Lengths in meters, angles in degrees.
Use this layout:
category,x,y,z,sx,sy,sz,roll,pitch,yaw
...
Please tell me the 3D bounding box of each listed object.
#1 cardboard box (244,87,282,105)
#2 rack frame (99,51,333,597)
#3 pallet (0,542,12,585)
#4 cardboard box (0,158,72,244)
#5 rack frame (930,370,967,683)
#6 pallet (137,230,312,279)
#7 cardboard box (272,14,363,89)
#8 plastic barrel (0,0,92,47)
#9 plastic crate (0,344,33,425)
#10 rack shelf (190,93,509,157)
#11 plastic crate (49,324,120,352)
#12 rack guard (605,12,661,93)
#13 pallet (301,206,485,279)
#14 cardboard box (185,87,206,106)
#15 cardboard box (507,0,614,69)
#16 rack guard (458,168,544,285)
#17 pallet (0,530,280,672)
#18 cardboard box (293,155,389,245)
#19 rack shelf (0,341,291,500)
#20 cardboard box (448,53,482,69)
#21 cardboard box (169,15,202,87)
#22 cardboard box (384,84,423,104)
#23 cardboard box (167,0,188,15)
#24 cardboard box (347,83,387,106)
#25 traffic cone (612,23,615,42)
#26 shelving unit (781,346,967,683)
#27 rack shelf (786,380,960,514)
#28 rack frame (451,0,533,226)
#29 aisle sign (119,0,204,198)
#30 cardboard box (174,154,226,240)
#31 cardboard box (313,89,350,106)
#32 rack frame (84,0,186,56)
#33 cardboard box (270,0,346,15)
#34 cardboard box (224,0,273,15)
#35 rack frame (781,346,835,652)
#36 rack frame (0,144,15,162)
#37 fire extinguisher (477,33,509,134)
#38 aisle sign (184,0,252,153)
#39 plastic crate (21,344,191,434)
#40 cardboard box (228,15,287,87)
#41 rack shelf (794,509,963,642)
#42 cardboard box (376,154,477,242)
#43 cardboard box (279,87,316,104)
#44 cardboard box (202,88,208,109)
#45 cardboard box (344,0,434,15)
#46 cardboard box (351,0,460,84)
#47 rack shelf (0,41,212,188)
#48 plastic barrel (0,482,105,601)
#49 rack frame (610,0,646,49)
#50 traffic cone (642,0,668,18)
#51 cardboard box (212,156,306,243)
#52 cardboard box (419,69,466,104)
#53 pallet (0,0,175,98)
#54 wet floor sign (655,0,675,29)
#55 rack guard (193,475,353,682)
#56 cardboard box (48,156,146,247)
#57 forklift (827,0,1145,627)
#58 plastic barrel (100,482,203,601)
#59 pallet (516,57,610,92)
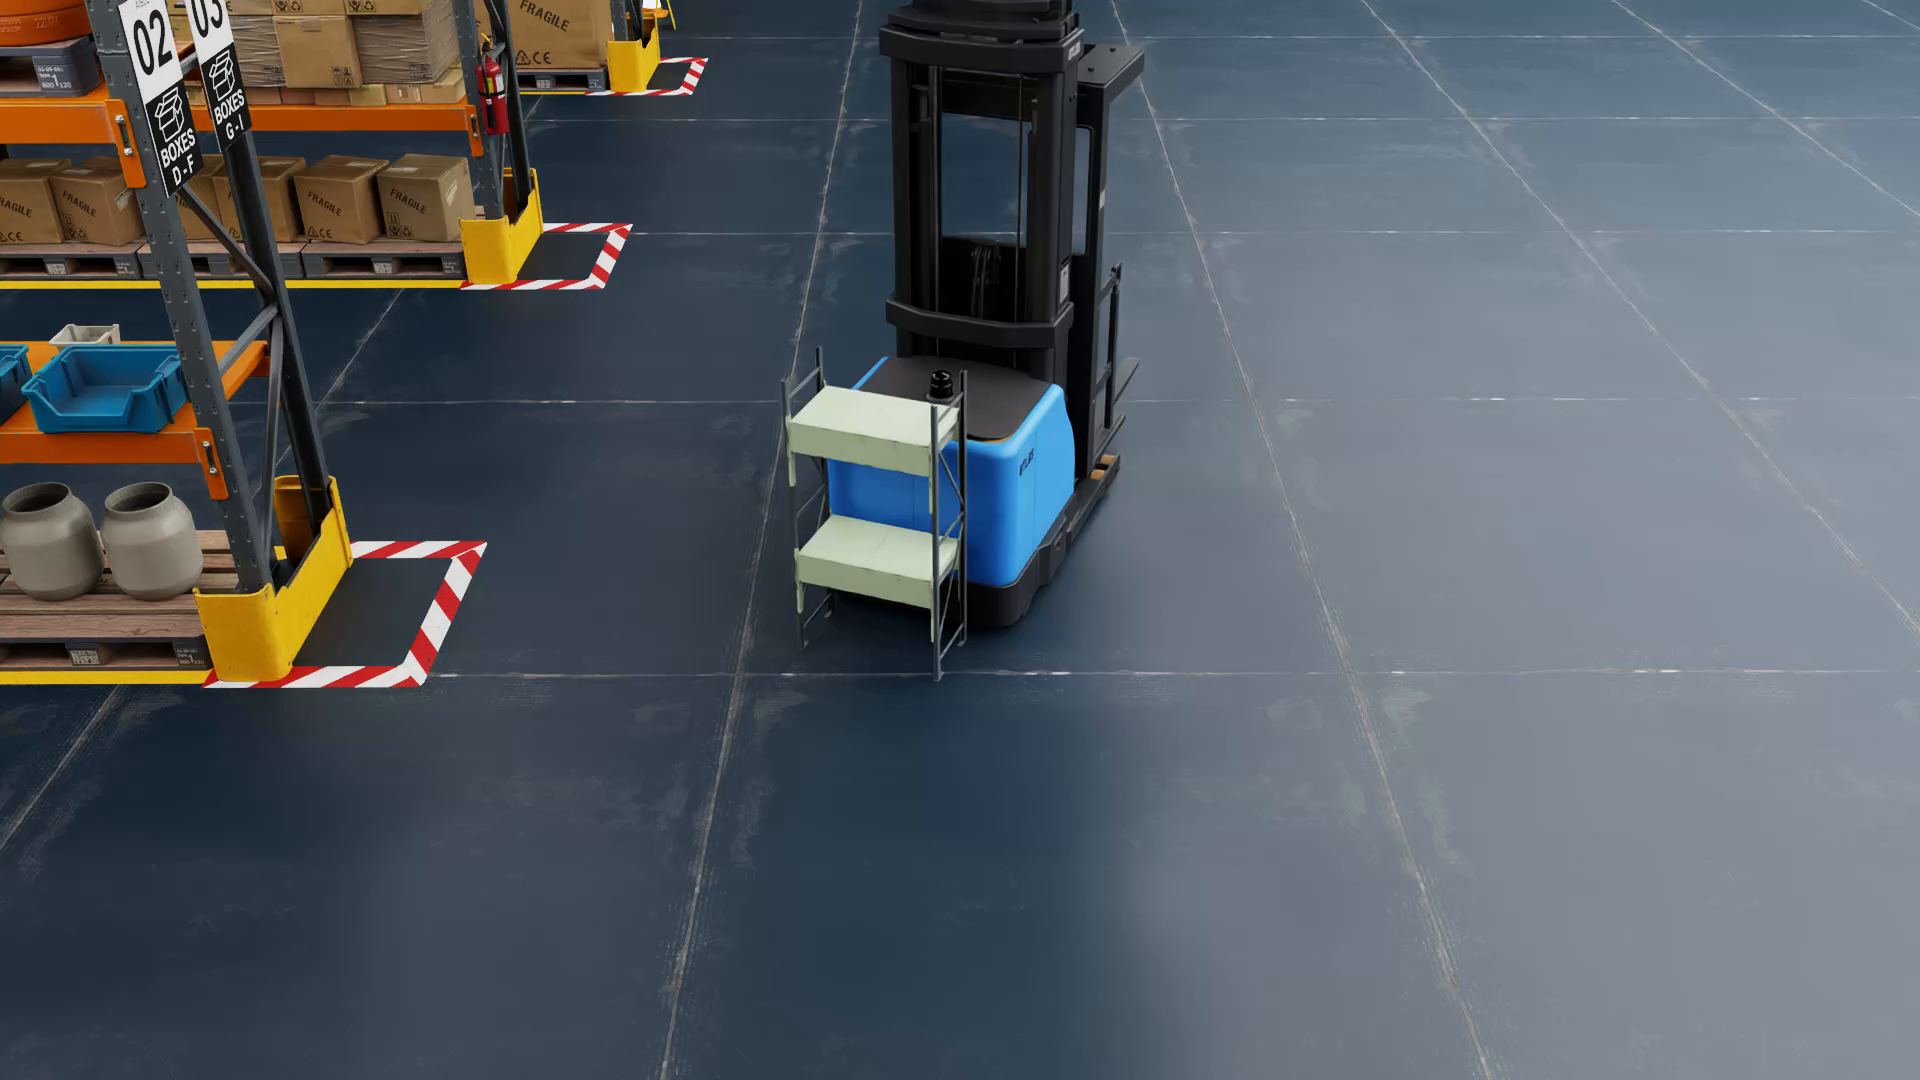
category,x,y,z,sx,sy,sz,roll,pitch,yaw
cardboard box,-4.963,-3.260,11.974,0.250,0.149,0.380,0,31,0
rack frame,-3.399,-0.919,7.872,0.127,3.000,1.000,0,31,0
pallet,-5.504,0.300,8.552,1.213,0.211,1.003,0,31,0
cardboard box,-7.029,-2.567,12.594,0.500,0.500,0.500,-1,31,-2
rack frame,-0.048,-0.044,7.874,0.023,1.500,0.400,11,33,18
pallet,-5.535,-2.309,12.852,1.213,0.211,1.003,0,31,0
cardboard box,-4.478,-3.606,11.919,0.500,0.500,0.875,0,31,0
plastic barrel,-3.884,-2.497,6.763,0.708,0.830,0.600,0,31,0
plastic crate,-4.547,-0.699,7.654,0.408,0.251,0.499,0,31,0
rack shelf,-5.429,-3.174,12.283,4.000,0.370,1.077,0,31,0
plastic crate,-4.296,-0.970,8.211,0.250,0.136,0.298,0,31,0
rack guard,-3.334,-4.992,16.996,0.348,0.500,1.175,0,31,0
pallet,-4.318,-2.311,12.856,1.213,0.211,1.003,0,31,0
cardboard box,-5.463,-3.249,11.955,0.250,0.149,0.380,0,31,0
cardboard box,-4.036,-5.296,16.730,0.875,0.875,0.875,0,31,0
rack guard,-3.505,-2.419,12.755,0.348,0.500,1.175,0,31,0
pallet,-4.287,0.298,8.555,1.213,0.211,1.003,0,31,0
cardboard box,-4.651,-2.586,12.625,0.500,0.500,0.500,8,32,13
rack shelf,-5.399,-0.605,8.049,4.000,0.370,1.077,0,31,0
cardboard box,-3.715,-3.503,12.374,0.250,0.149,0.380,0,31,0
cardboard box,-5.479,-3.632,11.961,0.500,0.500,0.875,0,31,0
cardboard box,-3.963,-3.272,11.993,0.250,0.149,0.380,0,31,0
cardboard box,-5.478,-3.953,11.527,0.500,0.500,0.500,0,31,0
cardboard box,-4.212,-3.244,11.948,0.250,0.149,0.380,0,31,0
traffic cone,-3.897,-5.711,18.217,0.334,0.463,0.336,0,31,0
shelving unit,-0.391,-0.111,7.985,0.755,1.500,0.431,11,33,18
rack shelf,-0.391,-0.444,7.782,0.720,0.370,0.431,11,33,18
rack frame,-3.429,-3.488,12.107,0.127,3.000,1.000,0,31,0
aisle sign,-3.325,-1.876,6.944,0.004,0.787,0.394,0,31,0
cardboard box,-5.836,-2.615,12.673,0.500,0.500,0.500,-3,31,-5
cardboard box,-4.463,-3.252,11.960,0.250,0.149,0.380,0,31,0
rack frame,-3.399,-3.483,6.316,0.127,3.000,1.000,0,31,0
cardboard box,-4.477,-3.951,11.523,0.500,0.500,0.500,0,31,0
cardboard box,-4.977,-3.951,11.522,0.500,0.500,0.500,0,31,0
rack frame,-0.733,-0.178,8.096,0.023,1.500,0.400,11,33,18
rack frame,-7.429,-3.475,12.086,0.127,3.000,1.000,0,31,0
fire extinguisher,-3.312,-3.216,11.734,0.183,0.674,0.296,0,31,0
aisle sign,-3.329,-2.182,7.449,0.004,0.787,0.394,0,31,0
plastic crate,-3.898,-0.698,7.653,0.616,0.251,0.499,0,31,0
cardboard box,-4.979,-3.627,11.954,0.500,0.500,0.875,0,31,0
rack shelf,-0.390,0.167,8.155,0.720,0.370,0.431,11,33,18
cardboard box,-4.054,-2.605,12.657,0.500,0.500,0.500,5,32,9
cardboard box,-4.713,-3.272,11.994,0.250,0.149,0.380,0,31,0
cardboard box,-5.212,-3.213,11.896,0.250,0.149,0.380,0,31,0
cardboard box,-3.978,-3.955,11.530,0.500,0.500,0.500,0,31,0
cardboard box,-3.979,-3.670,12.024,0.500,0.500,0.875,0,31,0
rack shelf,-5.399,-1.887,7.271,4.000,0.370,1.077,0,31,0
plastic barrel,-4.558,0.009,8.337,0.421,0.512,0.421,0,31,0
rack frame,-3.358,-6.061,16.348,0.127,3.000,1.000,0,31,0
traffic cone,-3.564,-6.298,19.185,0.334,0.463,0.336,0,31,0
cardboard box,-5.277,-2.594,12.638,0.500,0.500,0.500,3,31,4
cardboard box,-3.713,-3.272,11.994,0.250,0.149,0.380,0,31,0
pallet,-4.227,-2.168,7.223,1.213,0.211,1.003,0,31,0
wet floor sign,-3.341,-6.082,18.651,0.232,0.644,0.267,-5,32,-9
rack guard,-3.475,0.175,8.480,0.348,0.500,1.175,0,31,0
cardboard box,-6.456,-2.572,12.603,0.500,0.500,0.500,10,33,15
forklift,0.304,-1.565,9.004,1.130,2.935,3.031,11,33,18
plastic barrel,-4.057,0.007,8.340,0.421,0.512,0.421,0,31,0
pallet,-4.157,-4.826,17.000,1.213,0.211,1.003,0,31,0
